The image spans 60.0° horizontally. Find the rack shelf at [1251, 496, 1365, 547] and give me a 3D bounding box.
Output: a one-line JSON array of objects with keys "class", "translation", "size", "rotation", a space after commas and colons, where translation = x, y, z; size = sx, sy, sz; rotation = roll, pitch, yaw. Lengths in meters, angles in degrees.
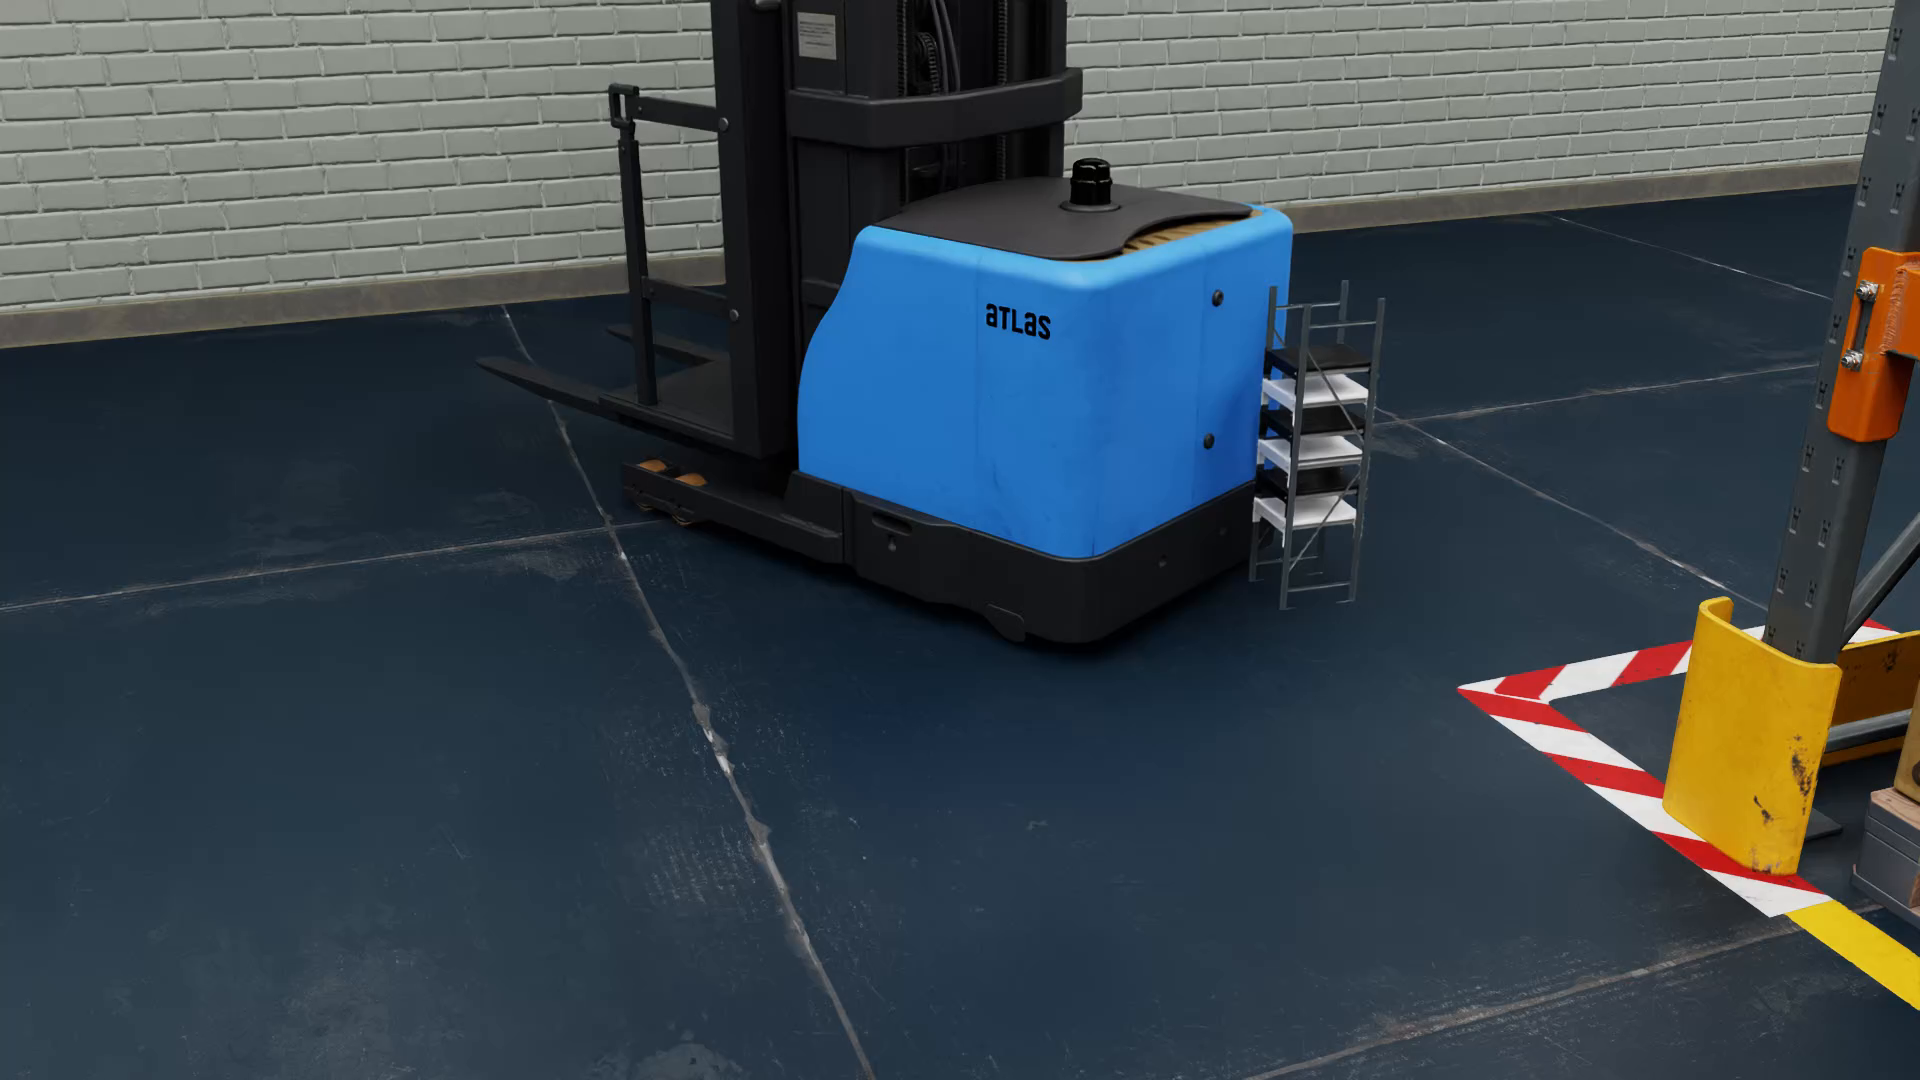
[{"class": "rack shelf", "translation": [1.001, -0.065, 4.794], "size": [0.258, 0.077, 0.200], "rotation": [-6, 24, -15]}]

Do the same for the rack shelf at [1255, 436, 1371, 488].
[{"class": "rack shelf", "translation": [1.001, -0.231, 4.724], "size": [0.258, 0.077, 0.200], "rotation": [-6, 24, -15]}]

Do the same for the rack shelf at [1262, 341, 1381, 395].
[{"class": "rack shelf", "translation": [1.001, -0.479, 4.619], "size": [0.258, 0.077, 0.200], "rotation": [-6, 24, -15]}]

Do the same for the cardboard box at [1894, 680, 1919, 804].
[{"class": "cardboard box", "translation": [2.503, 0.216, 3.070], "size": [0.875, 0.875, 0.875], "rotation": [-8, 24, -19]}]

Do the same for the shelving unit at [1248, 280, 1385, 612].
[{"class": "shelving unit", "translation": [1.001, -0.261, 4.711], "size": [0.258, 0.900, 0.210], "rotation": [-6, 24, -15]}]

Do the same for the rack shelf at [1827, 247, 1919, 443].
[{"class": "rack shelf", "translation": [2.909, 0.267, 1.680], "size": [1.077, 0.370, 4.000], "rotation": [-8, 24, -19]}]

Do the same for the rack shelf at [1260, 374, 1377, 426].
[{"class": "rack shelf", "translation": [1.001, -0.396, 4.654], "size": [0.258, 0.077, 0.200], "rotation": [-6, 24, -15]}]

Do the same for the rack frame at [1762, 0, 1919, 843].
[{"class": "rack frame", "translation": [2.202, -0.791, 3.265], "size": [1.000, 3.000, 0.127], "rotation": [-8, 24, -19]}]

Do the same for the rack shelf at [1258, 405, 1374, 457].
[{"class": "rack shelf", "translation": [1.001, -0.314, 4.689], "size": [0.258, 0.077, 0.200], "rotation": [-6, 24, -15]}]

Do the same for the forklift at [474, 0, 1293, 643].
[{"class": "forklift", "translation": [-0.480, -1.533, 5.113], "size": [3.031, 2.935, 1.130], "rotation": [19, 29, 37]}]

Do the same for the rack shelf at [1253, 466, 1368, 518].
[{"class": "rack shelf", "translation": [1.001, -0.148, 4.759], "size": [0.258, 0.077, 0.200], "rotation": [-6, 24, -15]}]

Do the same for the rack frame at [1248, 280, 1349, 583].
[{"class": "rack frame", "translation": [0.973, -0.299, 4.801], "size": [0.240, 0.900, 0.006], "rotation": [-6, 24, -15]}]

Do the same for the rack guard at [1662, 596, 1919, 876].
[{"class": "rack guard", "translation": [2.194, 0.352, 3.771], "size": [1.175, 0.500, 0.348], "rotation": [-8, 24, -19]}]

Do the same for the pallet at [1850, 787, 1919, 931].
[{"class": "pallet", "translation": [2.558, 0.774, 3.142], "size": [1.003, 0.211, 1.213], "rotation": [-8, 24, -19]}]

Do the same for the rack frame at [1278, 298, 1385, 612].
[{"class": "rack frame", "translation": [1.029, -0.223, 4.621], "size": [0.240, 0.900, 0.006], "rotation": [-6, 24, -15]}]
